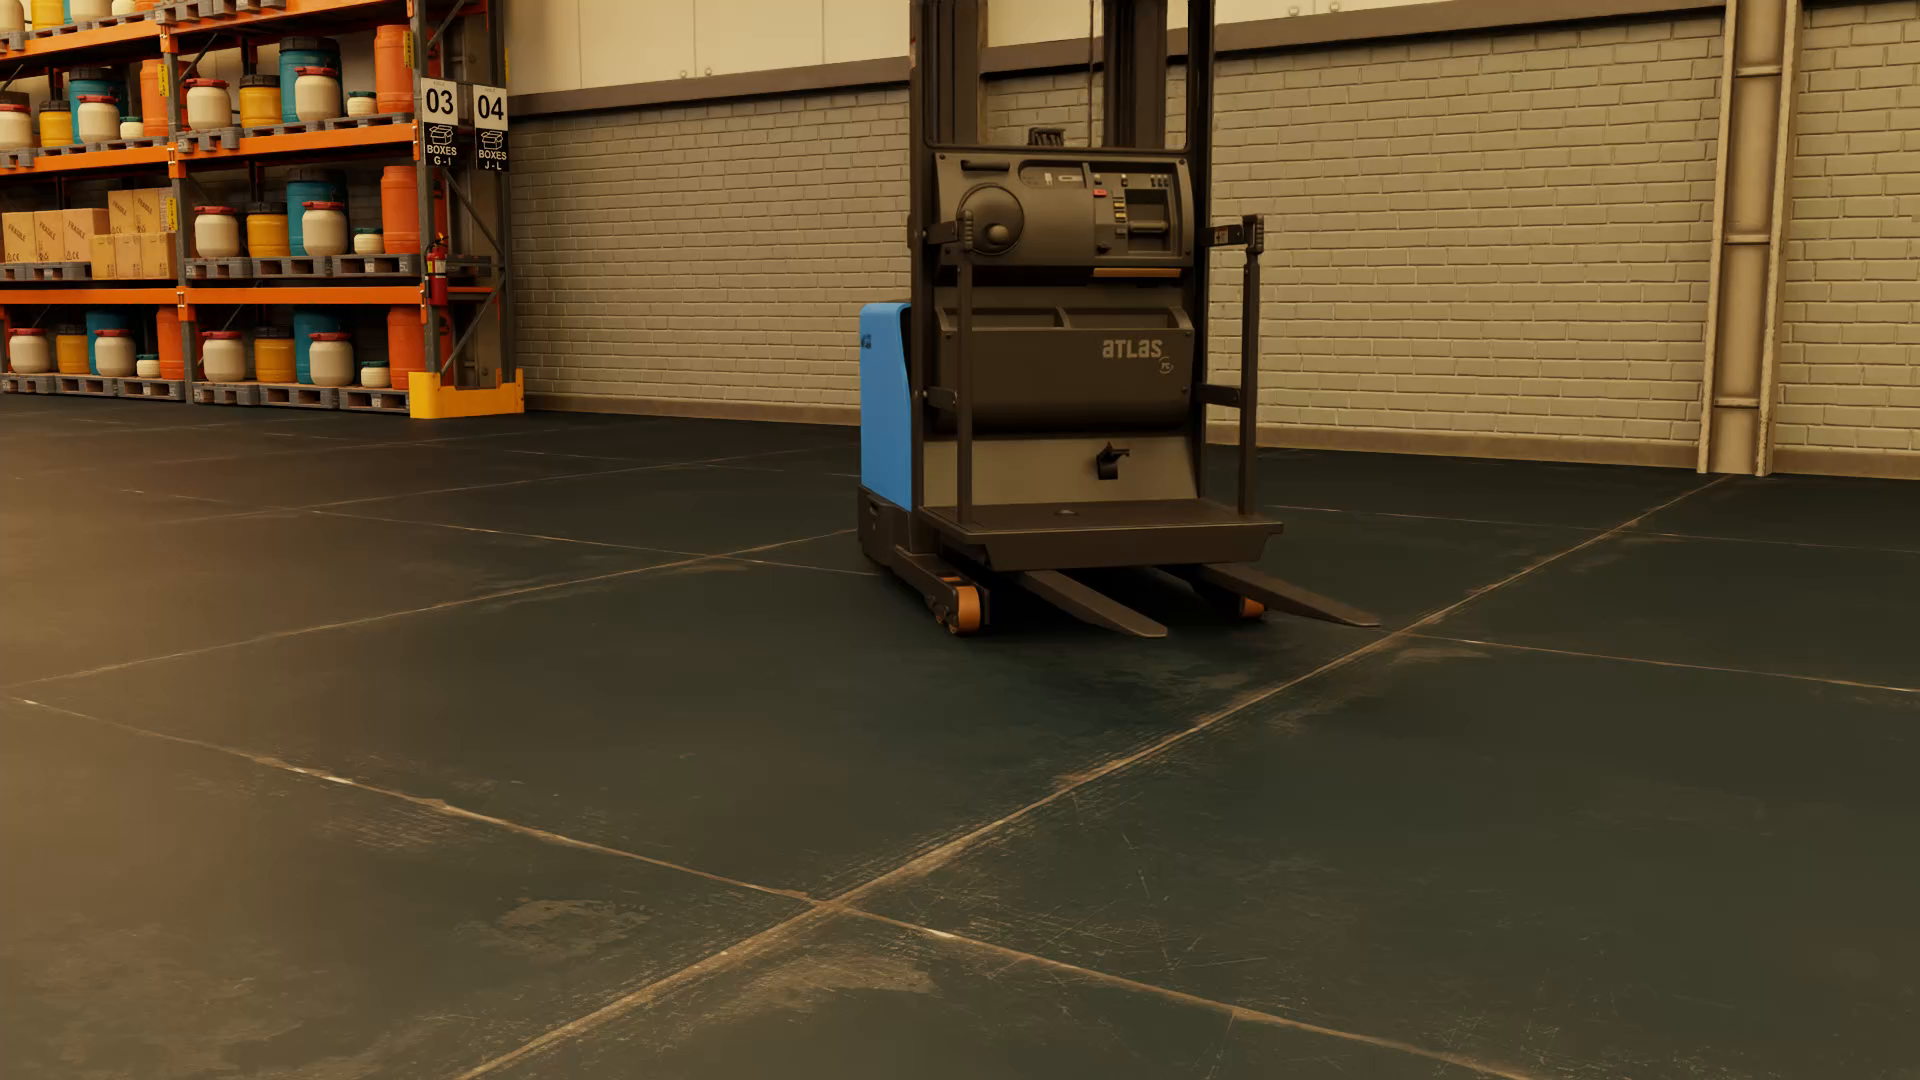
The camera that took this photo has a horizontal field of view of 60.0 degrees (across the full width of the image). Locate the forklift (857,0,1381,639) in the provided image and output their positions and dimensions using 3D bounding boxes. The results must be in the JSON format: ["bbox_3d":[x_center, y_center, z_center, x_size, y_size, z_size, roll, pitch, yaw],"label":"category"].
[{"bbox_3d":[0.427,-1.200,5.632,1.130,2.935,3.031,-2,8,-14],"label":"forklift"}]
